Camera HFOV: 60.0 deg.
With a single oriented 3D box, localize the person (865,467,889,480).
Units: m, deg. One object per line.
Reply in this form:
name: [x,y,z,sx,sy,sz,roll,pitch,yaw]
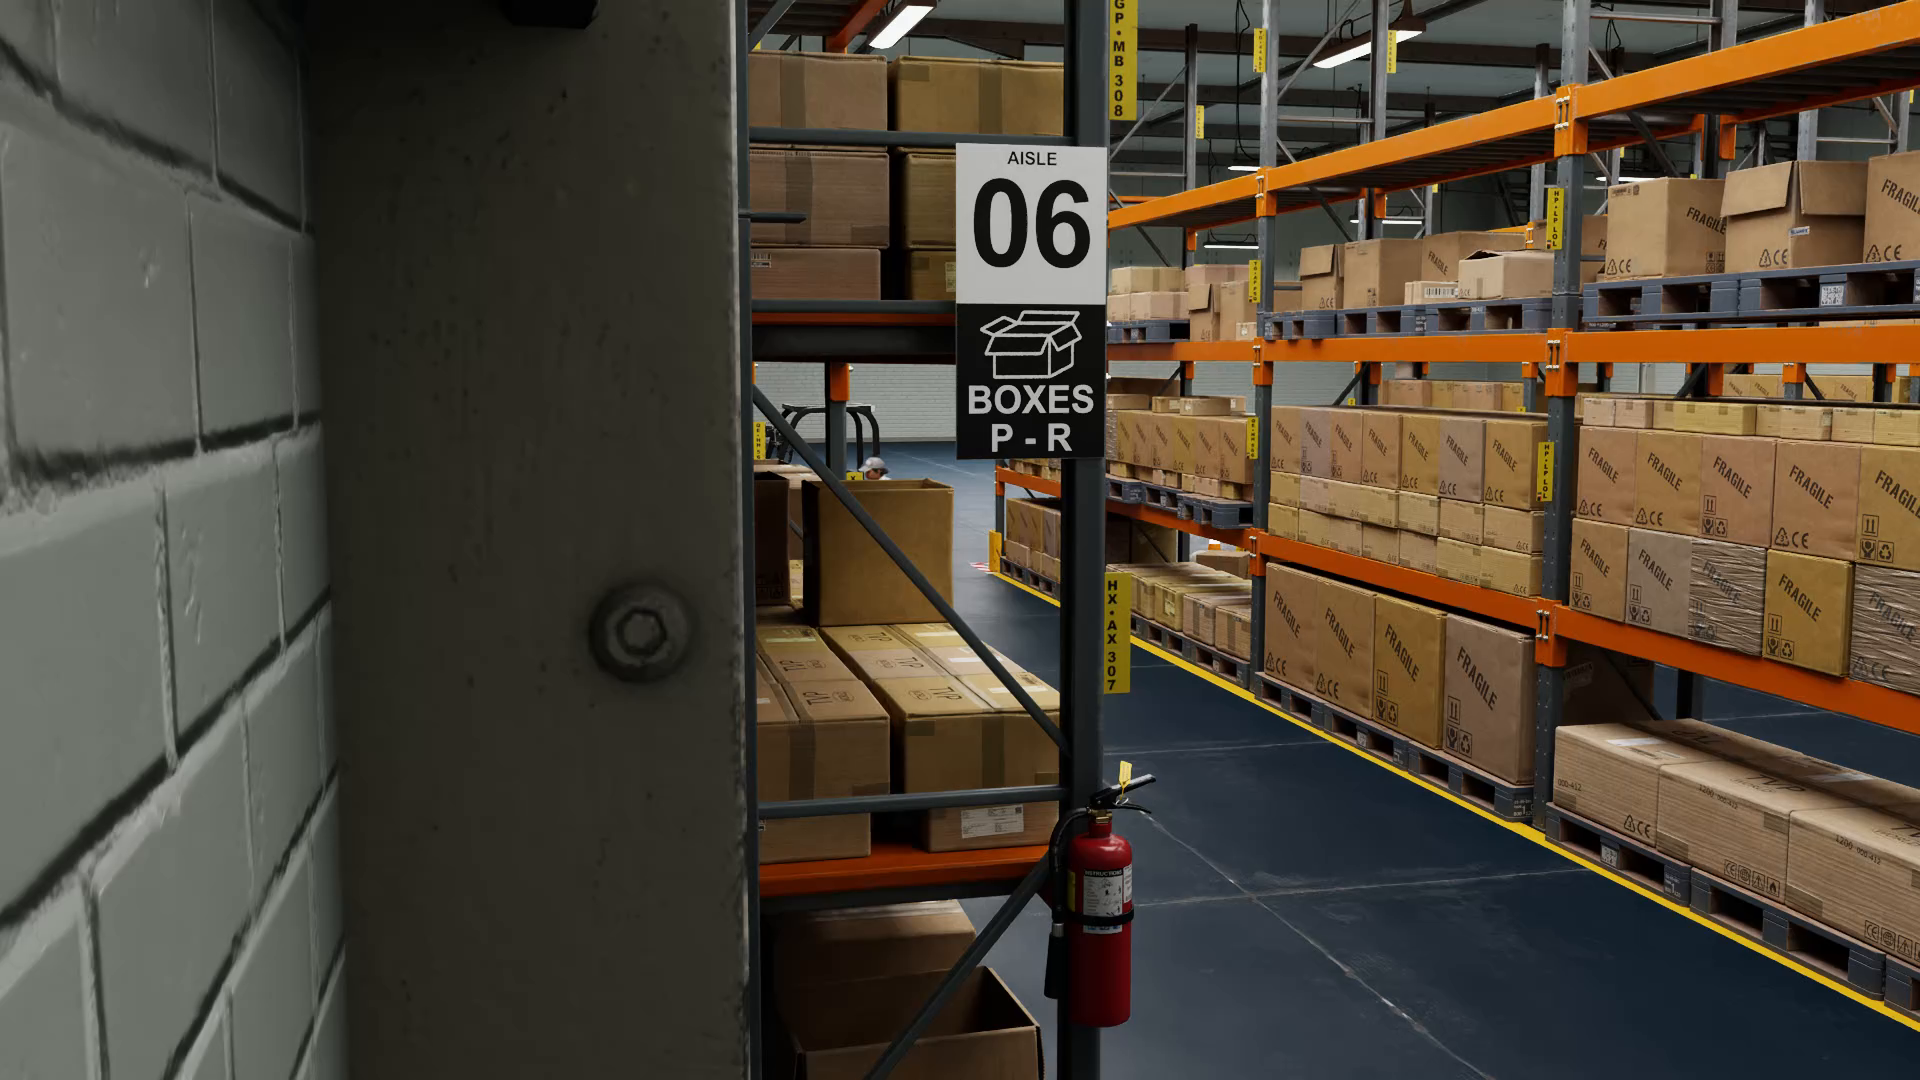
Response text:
person: [-0.798,-0.010,17.081,0.401,1.637,0.540,-2,6,-16]
